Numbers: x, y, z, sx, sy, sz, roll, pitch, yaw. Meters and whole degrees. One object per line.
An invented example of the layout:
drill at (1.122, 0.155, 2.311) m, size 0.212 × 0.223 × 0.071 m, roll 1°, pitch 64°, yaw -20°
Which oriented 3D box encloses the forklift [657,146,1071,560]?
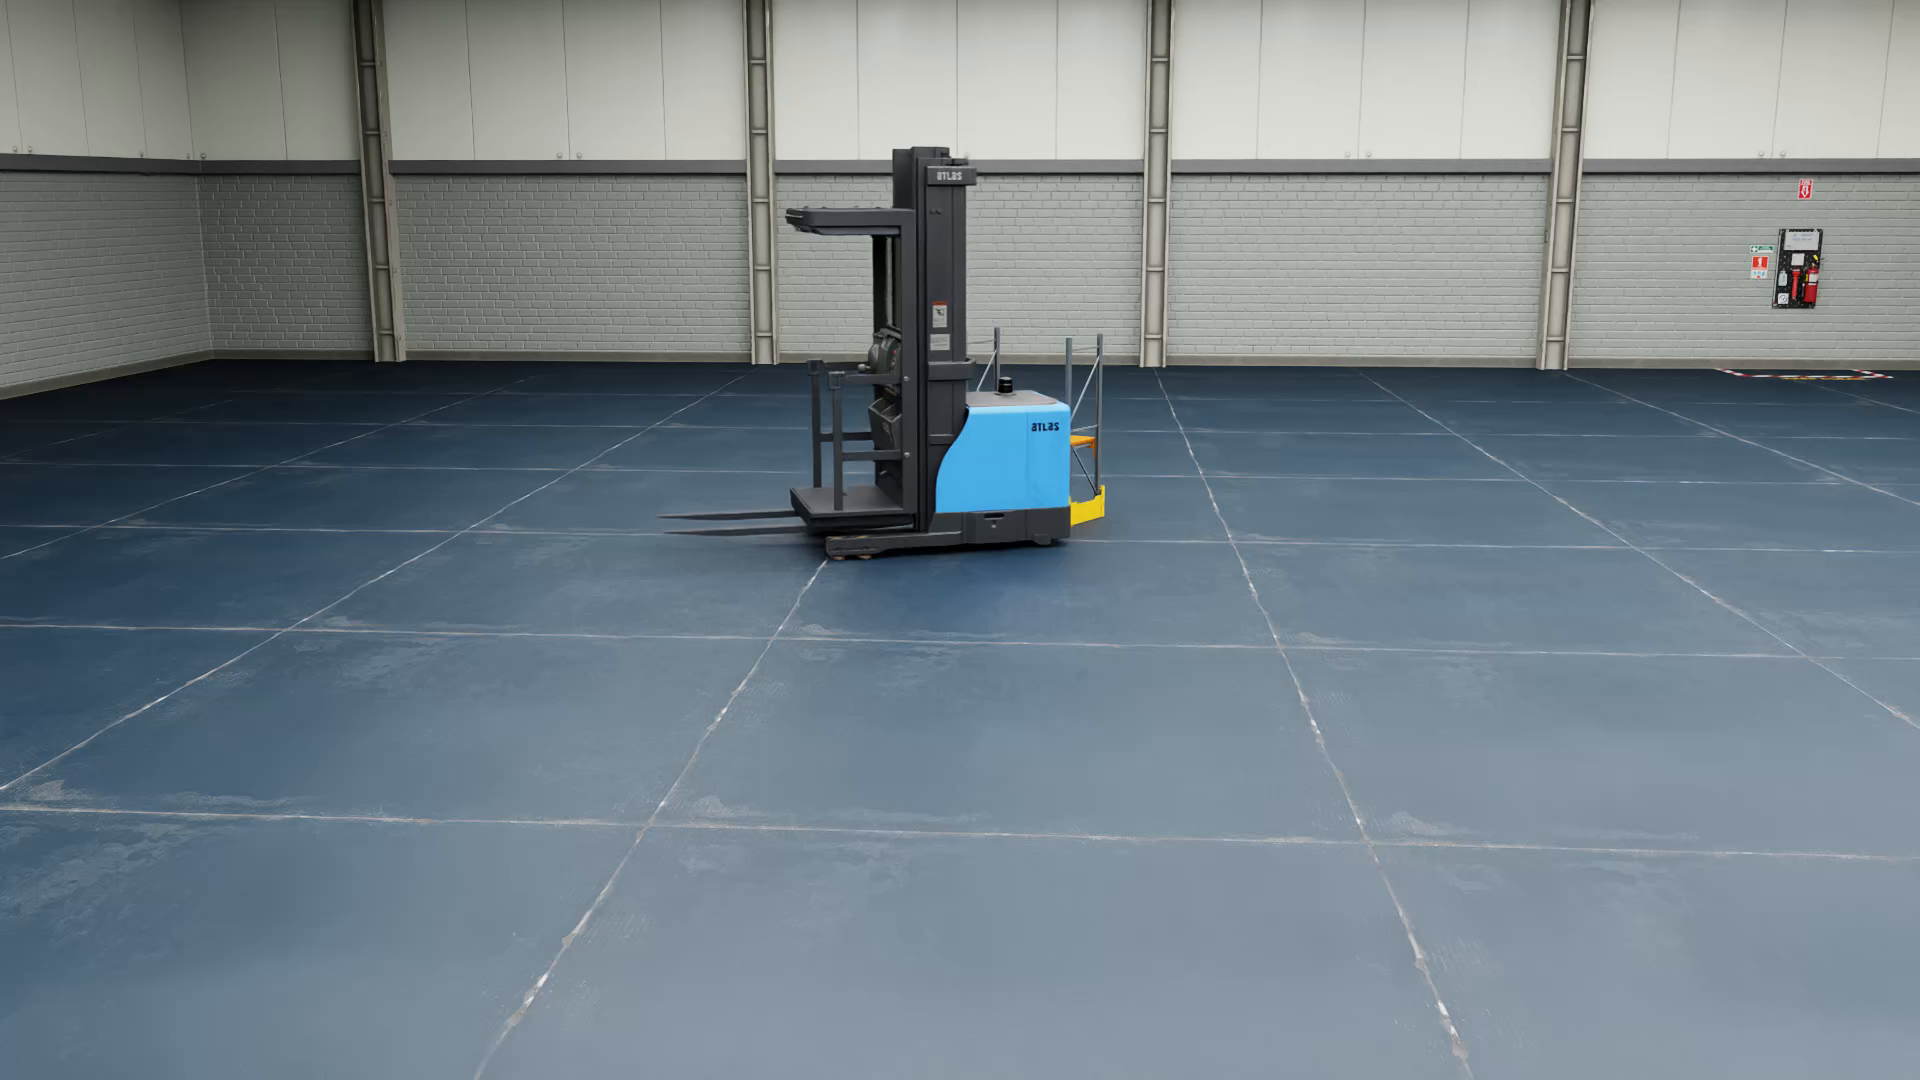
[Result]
forklift at (-0.738, -1.409, 12.345) m, size 3.031 × 2.935 × 1.130 m, roll -3°, pitch 12°, yaw -13°

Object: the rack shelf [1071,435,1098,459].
rack shelf at (0.583, -0.777, 13.698) m, size 1.000 × 0.185 × 0.538 m, roll 9°, pitch 15°, yaw 36°

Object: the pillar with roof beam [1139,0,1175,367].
pillar with roof beam at (2.670, -6.200, 20.428) m, size 0.400 × 9.000 × 9.100 m, roll 1°, pitch 12°, yaw 4°

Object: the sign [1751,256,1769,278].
sign at (11.923, -4.066, 24.794) m, size 0.234 × 0.329 × 0.001 m, roll 1°, pitch 12°, yaw 4°

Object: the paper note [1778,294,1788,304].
paper note at (12.295, -3.606, 24.830) m, size 0.142 × 0.148 × 0.016 m, roll 1°, pitch 12°, yaw 4°

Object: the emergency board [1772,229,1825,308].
emergency board at (12.467, -4.020, 24.661) m, size 0.643 × 1.169 × 0.194 m, roll 1°, pitch 12°, yaw 4°

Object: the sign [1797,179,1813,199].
sign at (12.466, -5.175, 24.521) m, size 0.199 × 0.298 × 0.001 m, roll 1°, pitch 12°, yaw 4°

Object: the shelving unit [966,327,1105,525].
shelving unit at (0.590, -0.952, 13.656) m, size 1.083 × 1.500 × 0.587 m, roll 9°, pitch 15°, yaw 36°

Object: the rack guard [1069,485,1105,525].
rack guard at (0.990, -0.279, 13.493) m, size 0.087 × 0.250 × 0.587 m, roll 9°, pitch 15°, yaw 36°

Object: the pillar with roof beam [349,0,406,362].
pillar with roof beam at (-9.303, -6.364, 21.213) m, size 0.400 × 9.000 × 9.100 m, roll 1°, pitch 12°, yaw 4°

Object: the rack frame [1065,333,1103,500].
rack frame at (0.991, -0.891, 13.364) m, size 0.032 × 1.500 × 0.500 m, roll 9°, pitch 15°, yaw 36°

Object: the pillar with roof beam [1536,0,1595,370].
pillar with roof beam at (8.656, -6.118, 20.036) m, size 0.400 × 9.000 × 9.100 m, roll 1°, pitch 12°, yaw 4°

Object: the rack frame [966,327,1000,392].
rack frame at (0.175, -1.015, 13.959) m, size 0.032 × 1.500 × 0.500 m, roll 9°, pitch 15°, yaw 36°

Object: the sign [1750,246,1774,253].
sign at (11.927, -4.324, 24.731) m, size 0.331 × 0.109 × 0.001 m, roll 1°, pitch 12°, yaw 4°

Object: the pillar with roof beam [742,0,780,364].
pillar with roof beam at (-3.317, -6.282, 20.821) m, size 0.400 × 9.000 × 9.100 m, roll 1°, pitch 12°, yaw 4°
